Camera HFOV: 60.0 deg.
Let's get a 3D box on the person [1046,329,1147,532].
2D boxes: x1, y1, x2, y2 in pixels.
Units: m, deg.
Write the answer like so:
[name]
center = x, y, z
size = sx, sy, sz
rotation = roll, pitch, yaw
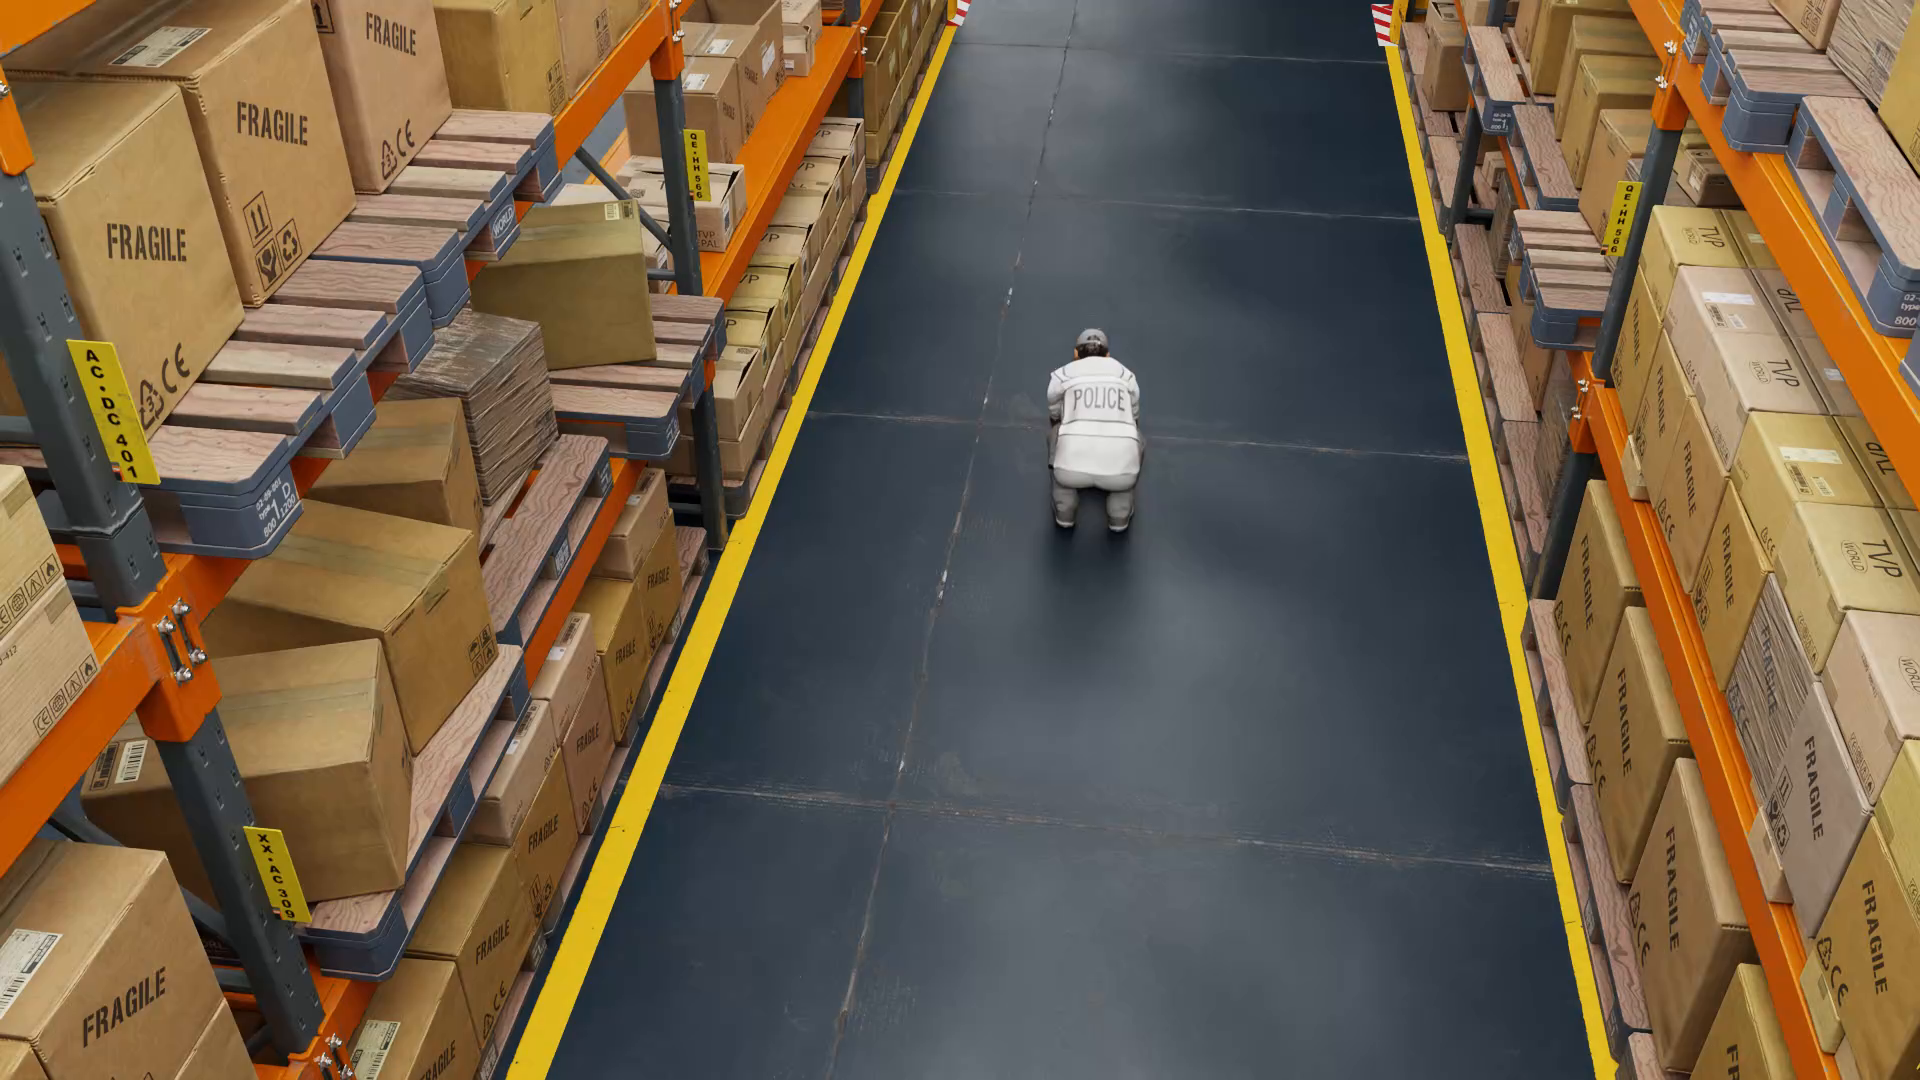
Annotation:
[person]
center = 0.692, -0.532, 8.467
size = 0.525, 0.837, 0.866
rotation = 4, 37, 6
